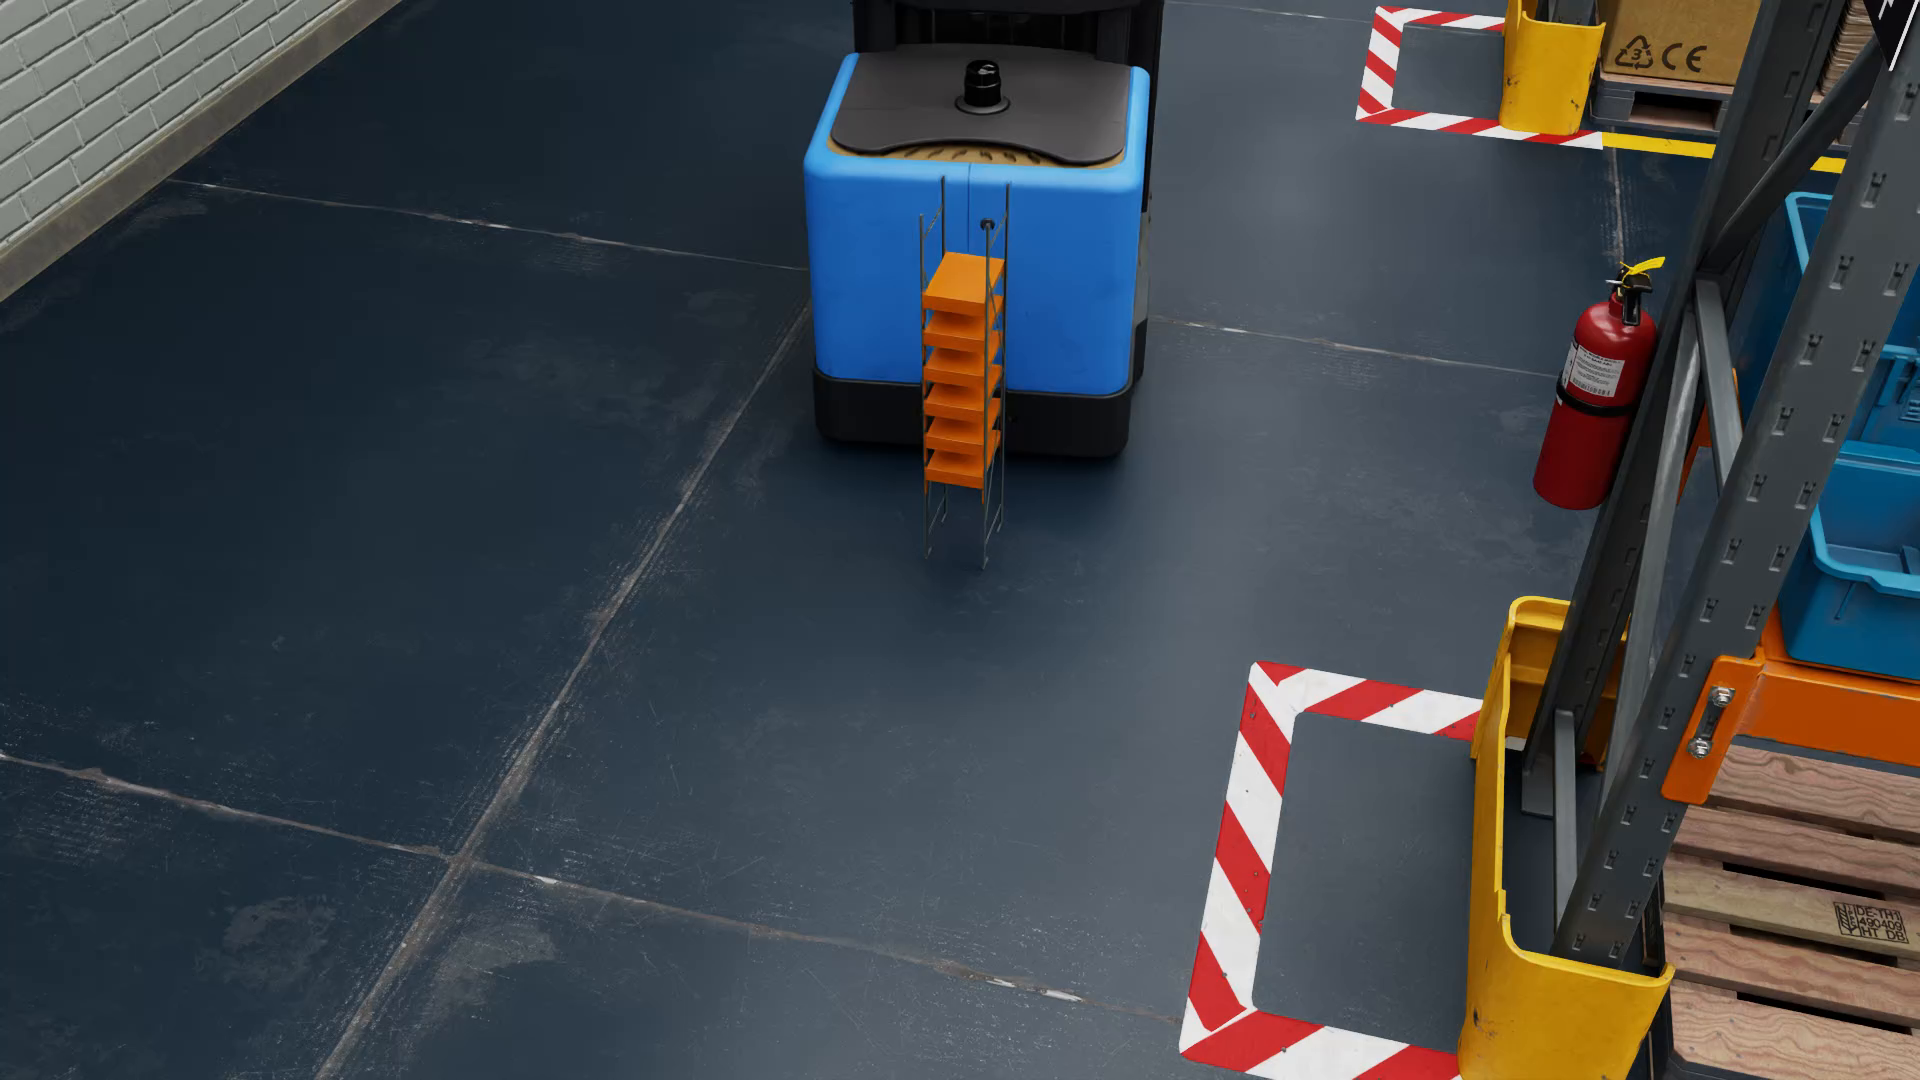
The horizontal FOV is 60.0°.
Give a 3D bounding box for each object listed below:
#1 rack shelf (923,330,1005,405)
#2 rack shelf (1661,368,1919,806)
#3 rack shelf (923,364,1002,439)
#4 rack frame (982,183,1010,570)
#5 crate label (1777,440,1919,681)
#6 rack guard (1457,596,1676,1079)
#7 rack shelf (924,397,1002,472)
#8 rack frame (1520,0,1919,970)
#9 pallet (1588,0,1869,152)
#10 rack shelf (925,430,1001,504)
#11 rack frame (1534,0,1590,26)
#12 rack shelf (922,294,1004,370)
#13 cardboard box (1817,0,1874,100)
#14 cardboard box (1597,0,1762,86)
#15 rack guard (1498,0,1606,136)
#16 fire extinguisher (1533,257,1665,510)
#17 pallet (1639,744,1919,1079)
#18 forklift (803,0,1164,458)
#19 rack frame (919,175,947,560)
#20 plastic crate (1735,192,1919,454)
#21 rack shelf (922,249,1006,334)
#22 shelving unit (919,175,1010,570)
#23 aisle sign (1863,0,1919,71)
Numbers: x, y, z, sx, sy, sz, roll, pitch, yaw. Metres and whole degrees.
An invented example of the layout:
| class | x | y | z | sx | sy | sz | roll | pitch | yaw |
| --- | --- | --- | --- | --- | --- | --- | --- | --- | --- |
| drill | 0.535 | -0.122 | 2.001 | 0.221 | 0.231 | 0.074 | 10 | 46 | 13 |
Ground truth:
| class | x | y | z | sx | sy | sz | roll | pitch | yaw |
| --- | --- | --- | --- | --- | --- | --- | --- | --- | --- |
| rack shelf | 0.014 | -0.515 | 4.813 | 0.180 | 0.103 | 0.258 | 10 | 41 | 11 |
| rack shelf | 3.401 | 0.365 | 3.042 | 4.000 | 0.370 | 1.077 | 10 | 41 | 11 |
| rack shelf | 0.014 | -0.423 | 4.890 | 0.180 | 0.103 | 0.258 | 10 | 41 | 11 |
| rack frame | 0.102 | -0.442 | 4.843 | 0.006 | 1.200 | 0.240 | 10 | 41 | 11 |
| crate label | 1.622 | 0.044 | 2.949 | 0.303 | 0.233 | 0.416 | 10 | 41 | 11 |
| rack guard | 1.442 | 0.719 | 4.006 | 0.348 | 0.500 | 1.175 | 10 | 41 | 11 |
| rack shelf | 0.014 | -0.331 | 4.967 | 0.180 | 0.103 | 0.258 | 10 | 41 | 11 |
| rack frame | 1.469 | -0.243 | 3.207 | 0.127 | 3.000 | 1.000 | 10 | 41 | 11 |
| pallet | 3.542 | -2.168 | 7.667 | 1.213 | 0.211 | 1.003 | 10 | 41 | 11 |
| rack shelf | 0.014 | -0.239 | 5.044 | 0.180 | 0.103 | 0.258 | 10 | 41 | 11 |
| rack frame | 2.749 | -3.320 | 6.870 | 0.127 | 3.000 | 1.000 | 10 | 41 | 11 |
| rack shelf | 0.014 | -0.607 | 4.735 | 0.180 | 0.103 | 0.258 | 10 | 41 | 11 |
| cardboard box | 4.267 | -2.459 | 7.171 | 0.875 | 0.875 | 0.875 | 10 | 41 | 11 |
| cardboard box | 3.388 | -2.610 | 7.351 | 0.875 | 0.875 | 0.875 | 10 | 41 | 11 |
| rack guard | 2.726 | -2.367 | 7.679 | 0.348 | 0.500 | 1.175 | 10 | 41 | 11 |
| fire extinguisher | 1.441 | -0.378 | 3.717 | 0.183 | 0.674 | 0.296 | 10 | 41 | 11 |
| pallet | 2.256 | 0.986 | 3.911 | 1.213 | 0.211 | 1.003 | 10 | 41 | 11 |
| forklift | 0.196 | -2.336 | 5.752 | 1.130 | 2.935 | 3.031 | 4 | 40 | 5 |
| rack frame | -0.074 | -0.472 | 4.879 | 0.006 | 1.200 | 0.240 | 10 | 41 | 11 |
| plastic crate | 1.841 | -0.340 | 3.248 | 0.499 | 0.435 | 0.616 | 10 | 41 | 11 |
| rack shelf | 0.014 | -0.699 | 4.658 | 0.180 | 0.103 | 0.258 | 10 | 41 | 11 |
| shelving unit | 0.014 | -0.457 | 4.861 | 0.189 | 1.200 | 0.258 | 10 | 41 | 11 |
| aisle sign | 1.323 | -1.066 | 2.165 | 0.004 | 0.787 | 0.394 | 10 | 41 | 11 |
